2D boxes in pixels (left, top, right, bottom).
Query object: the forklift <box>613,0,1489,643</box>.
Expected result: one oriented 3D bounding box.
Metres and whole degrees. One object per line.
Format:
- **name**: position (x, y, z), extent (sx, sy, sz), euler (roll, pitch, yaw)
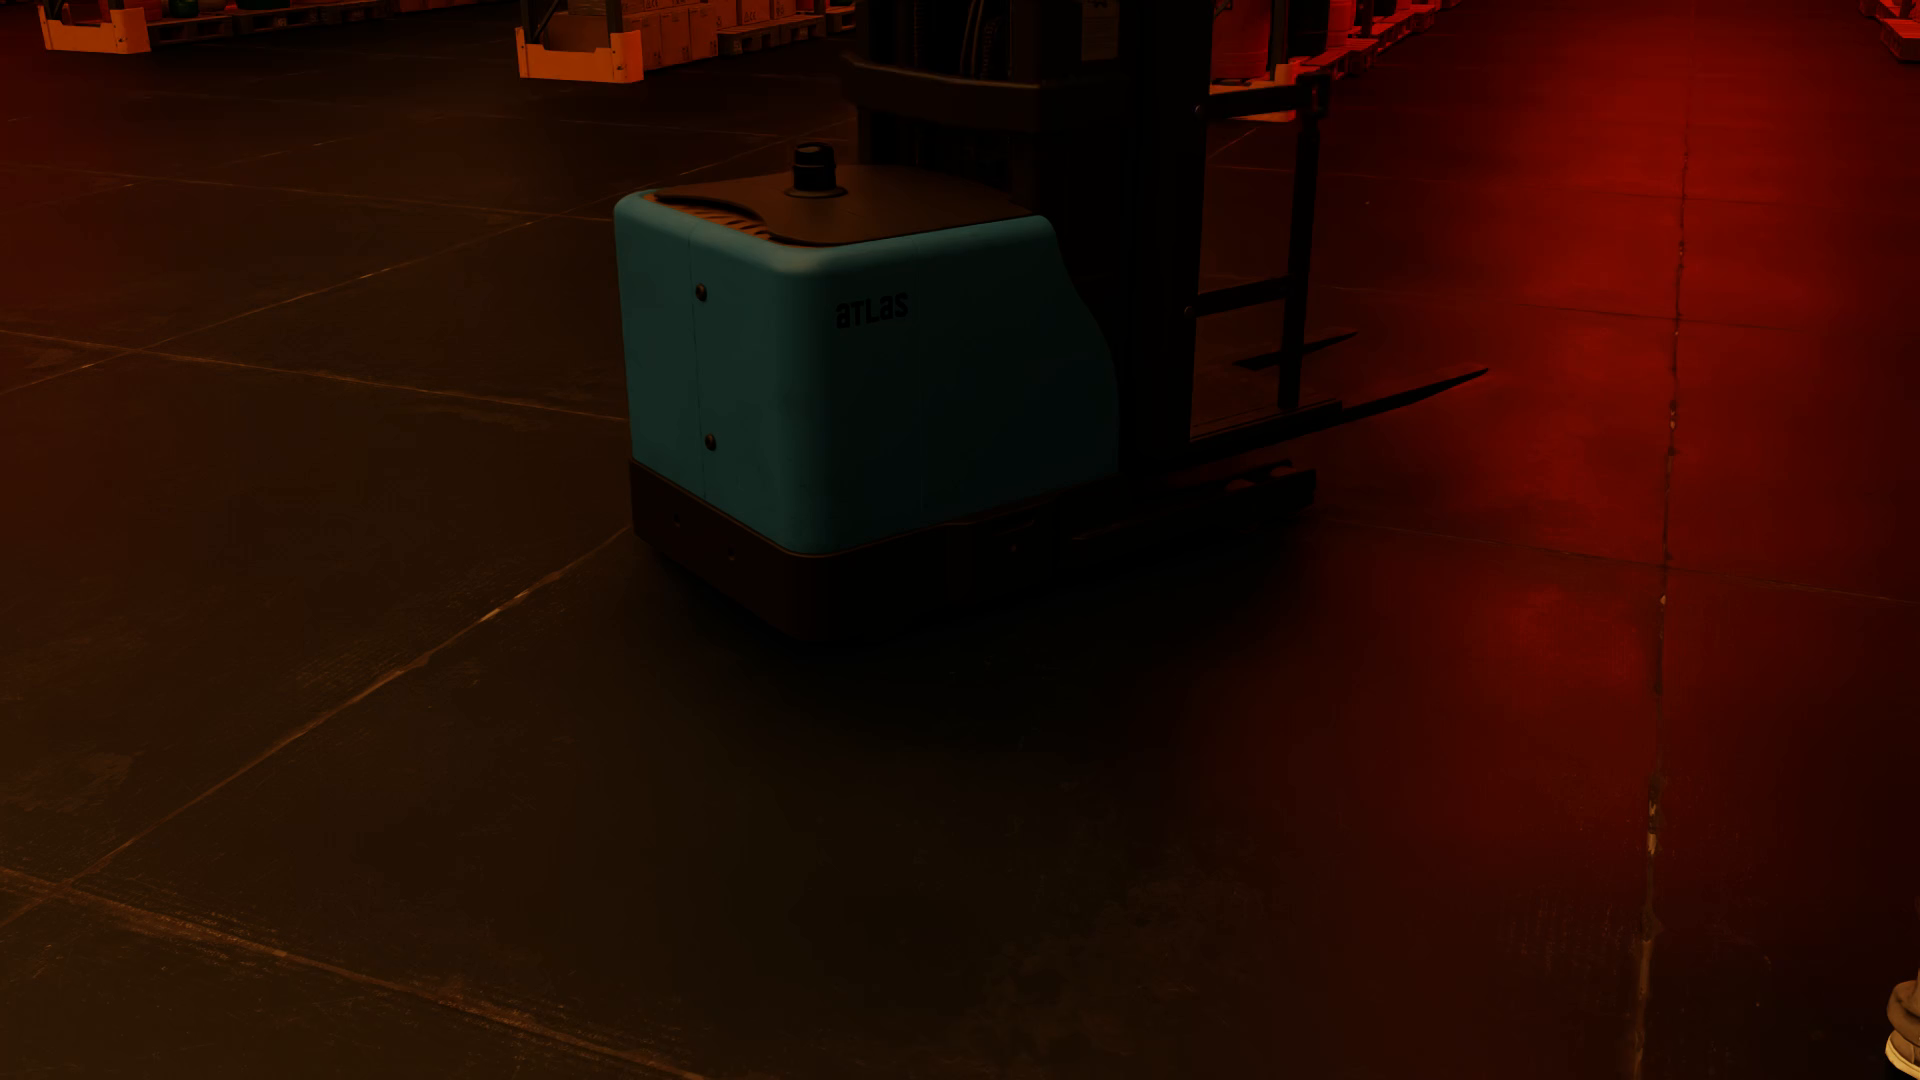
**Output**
- **forklift**: position (0.503, -1.520, 4.928), extent (3.031, 2.935, 1.130), euler (-16, 28, -34)
